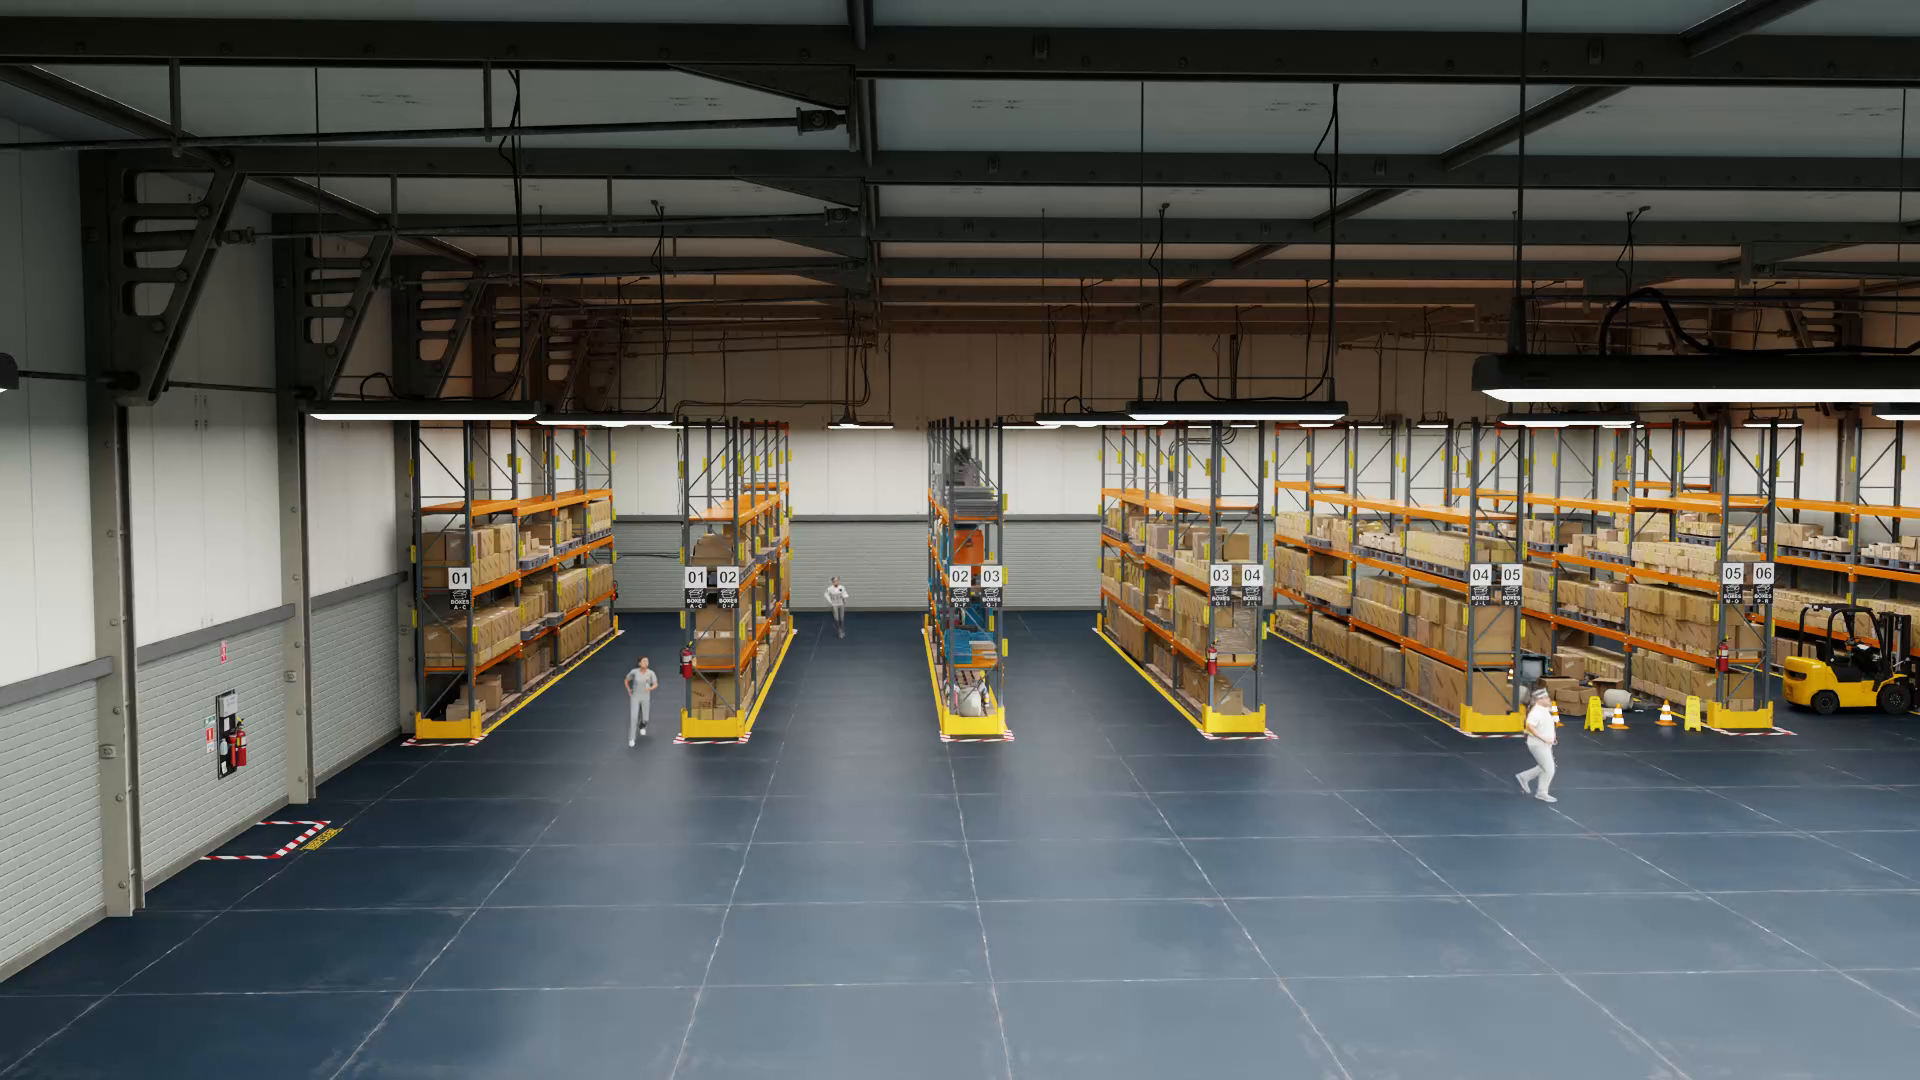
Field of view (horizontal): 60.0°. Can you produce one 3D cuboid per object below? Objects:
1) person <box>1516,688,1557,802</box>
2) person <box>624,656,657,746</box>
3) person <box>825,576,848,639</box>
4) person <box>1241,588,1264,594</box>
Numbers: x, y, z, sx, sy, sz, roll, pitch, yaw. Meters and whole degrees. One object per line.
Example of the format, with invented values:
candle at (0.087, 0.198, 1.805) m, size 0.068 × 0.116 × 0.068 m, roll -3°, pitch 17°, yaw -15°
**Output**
person at (8.974, 3.168, 25.837) m, size 0.618 × 1.756 × 0.672 m, roll 2°, pitch 4°, yaw 30°
person at (-5.880, 2.936, 30.675) m, size 0.596 × 1.628 × 0.767 m, roll -1°, pitch 4°, yaw -17°
person at (-3.417, 1.872, 46.250) m, size 0.613 × 1.754 × 0.733 m, roll -1°, pitch 4°, yaw -14°
person at (8.512, 1.704, 48.599) m, size 0.561 × 1.734 × 0.709 m, roll -3°, pitch 5°, yaw -39°
